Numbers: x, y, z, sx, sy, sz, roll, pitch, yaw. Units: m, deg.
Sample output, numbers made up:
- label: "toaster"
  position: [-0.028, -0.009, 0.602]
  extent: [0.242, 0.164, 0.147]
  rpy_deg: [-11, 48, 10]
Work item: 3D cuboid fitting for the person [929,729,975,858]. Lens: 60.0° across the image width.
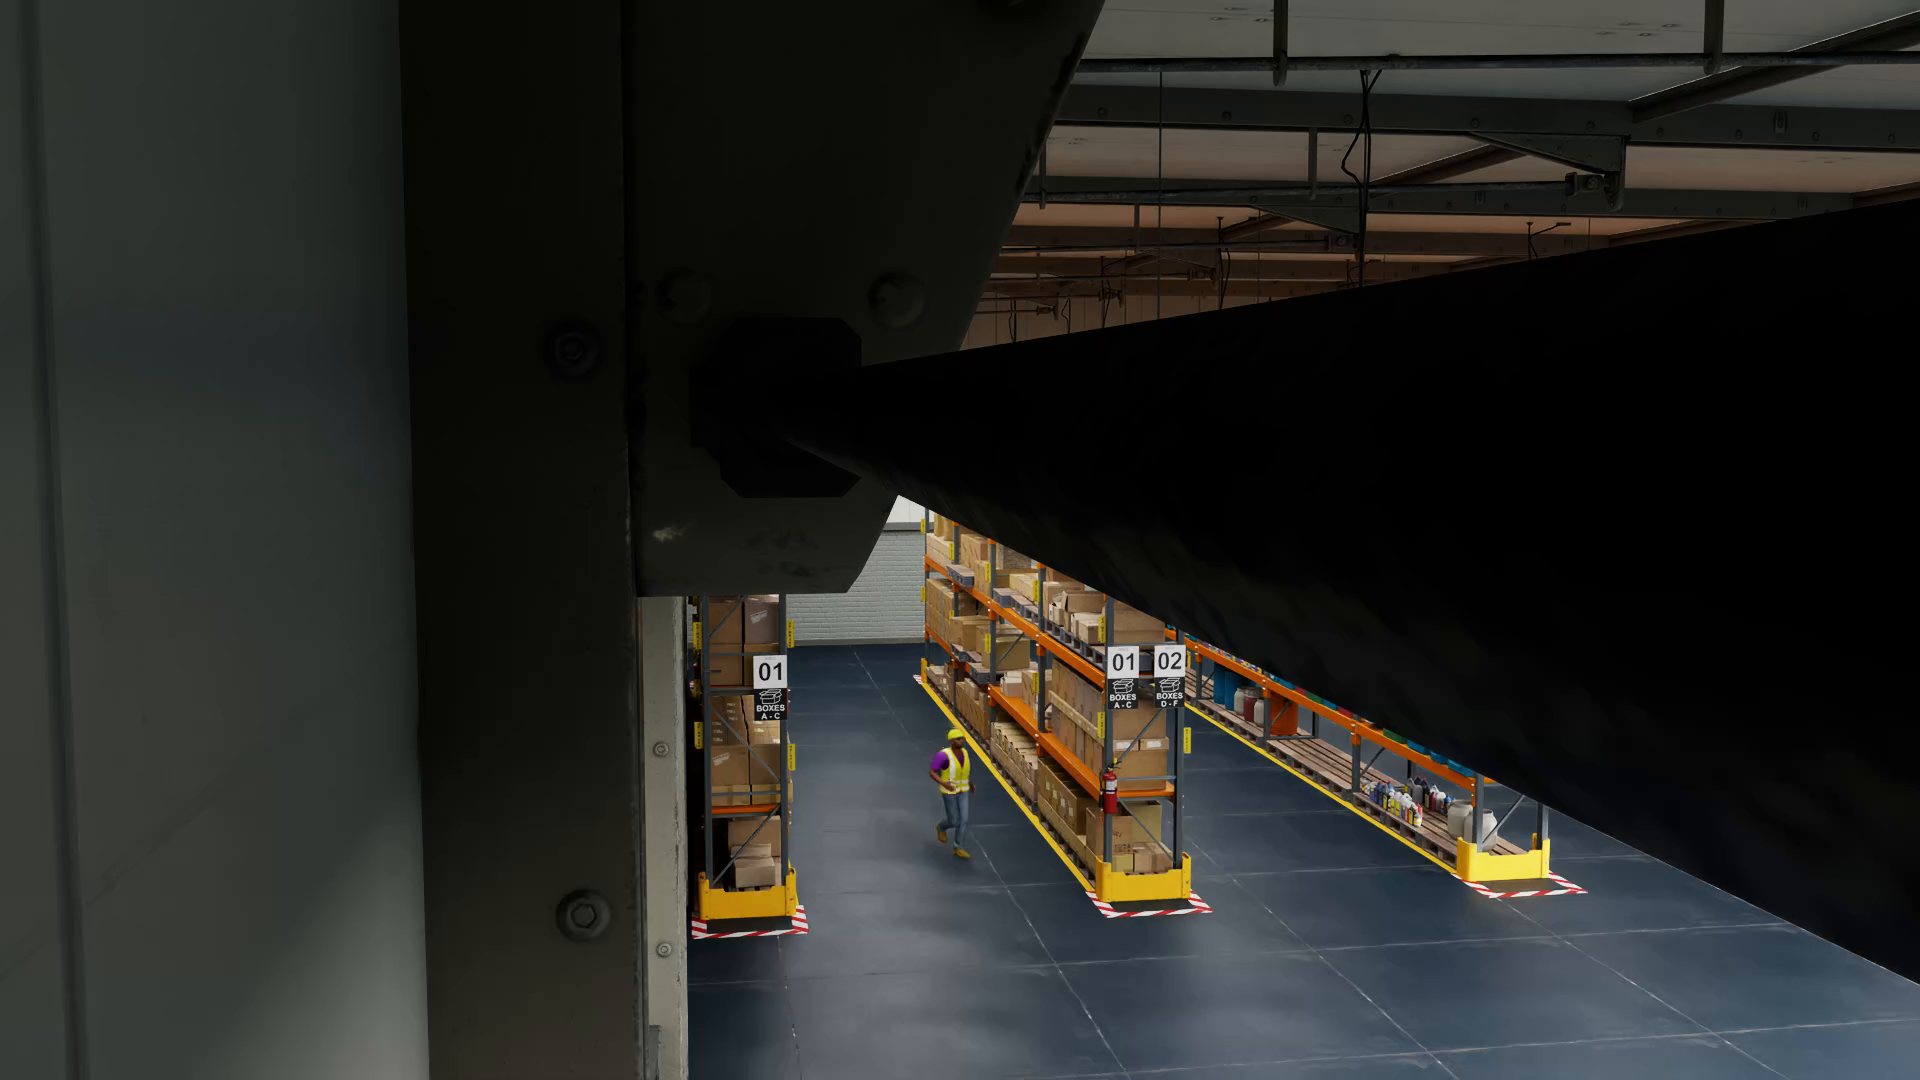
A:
- label: "person"
  position: [-0.102, 3.460, 22.877]
  extent: [0.692, 1.751, 0.713]
  rpy_deg: [-4, 6, -35]
